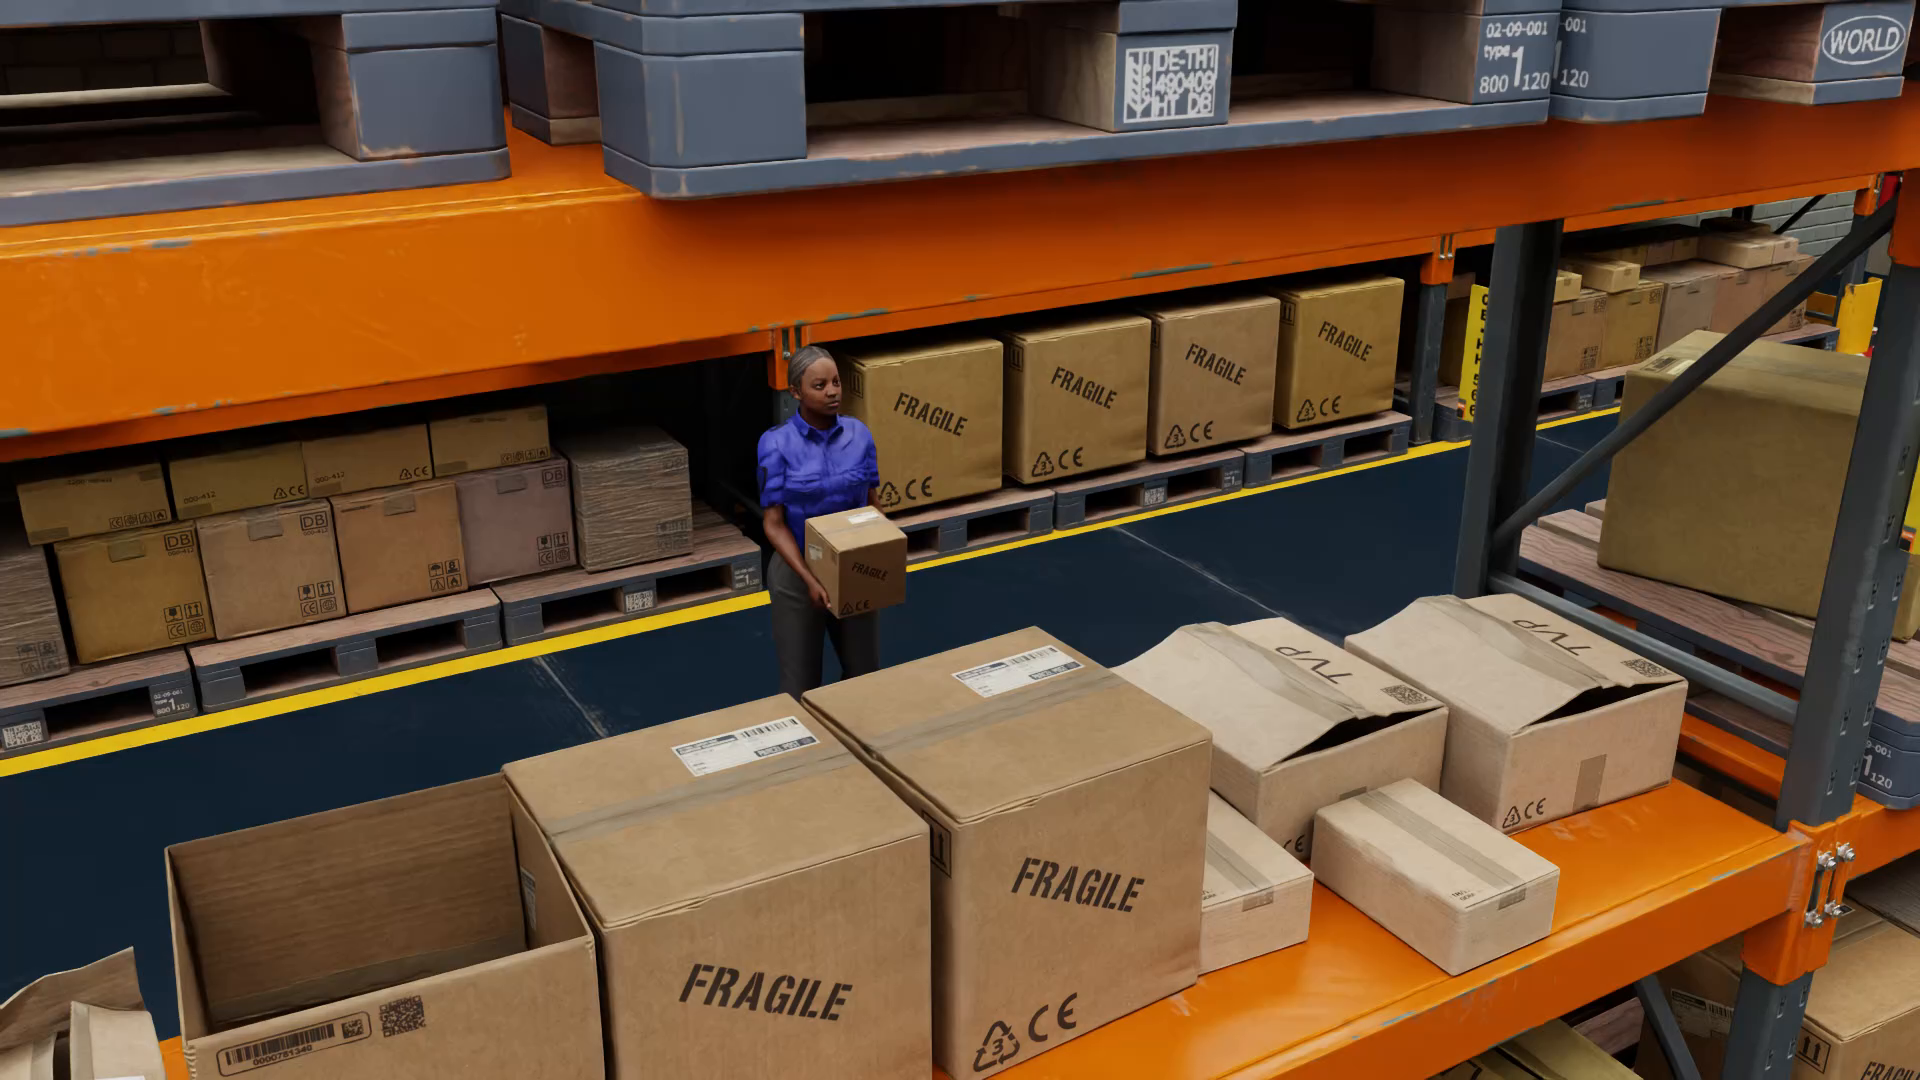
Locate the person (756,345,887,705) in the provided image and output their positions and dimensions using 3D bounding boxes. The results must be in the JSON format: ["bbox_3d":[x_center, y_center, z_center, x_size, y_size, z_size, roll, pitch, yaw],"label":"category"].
[{"bbox_3d":[-0.433,0.174,5.674,0.449,1.645,0.516,-12,25,-28],"label":"person"}]
